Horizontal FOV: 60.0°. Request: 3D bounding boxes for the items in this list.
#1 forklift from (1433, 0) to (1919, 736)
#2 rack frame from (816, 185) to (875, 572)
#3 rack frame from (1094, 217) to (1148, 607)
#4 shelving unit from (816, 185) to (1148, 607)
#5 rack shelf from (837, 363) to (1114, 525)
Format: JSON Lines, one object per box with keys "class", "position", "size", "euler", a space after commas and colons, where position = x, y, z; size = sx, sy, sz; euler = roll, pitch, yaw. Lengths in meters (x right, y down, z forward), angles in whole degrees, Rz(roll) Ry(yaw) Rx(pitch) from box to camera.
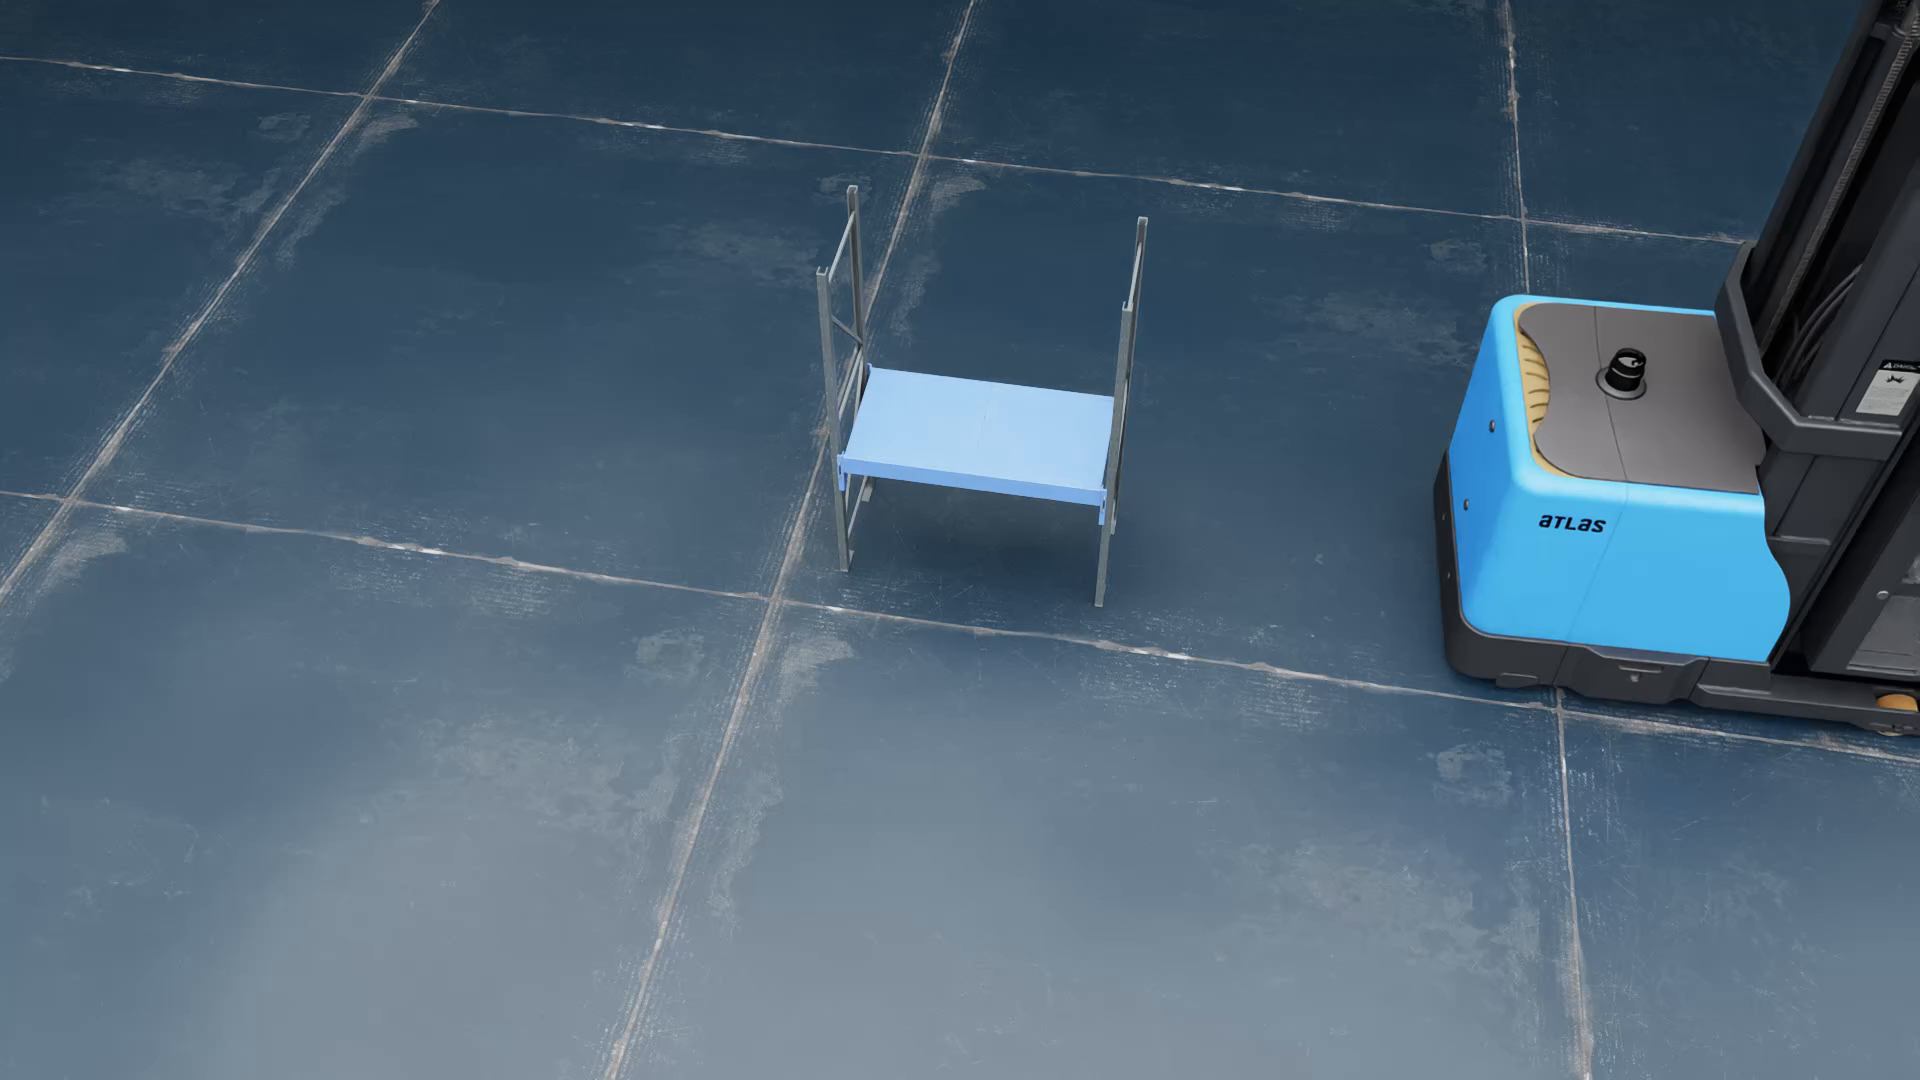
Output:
{"class": "forklift", "position": [3.380, -0.669, 5.353], "size": [3.031, 2.935, 1.130], "euler": [6, 48, 5]}
{"class": "rack frame", "position": [-0.416, -0.557, 6.214], "size": [0.032, 1.500, 0.500], "euler": [8, 49, 7]}
{"class": "rack frame", "position": [0.584, -0.423, 6.094], "size": [0.032, 1.500, 0.500], "euler": [8, 49, 7]}
{"class": "shelving unit", "position": [0.084, -0.490, 6.154], "size": [1.048, 1.500, 0.538], "euler": [8, 49, 7]}
{"class": "rack shelf", "position": [0.084, -0.370, 6.288], "size": [1.000, 0.185, 0.538], "euler": [8, 49, 7]}
